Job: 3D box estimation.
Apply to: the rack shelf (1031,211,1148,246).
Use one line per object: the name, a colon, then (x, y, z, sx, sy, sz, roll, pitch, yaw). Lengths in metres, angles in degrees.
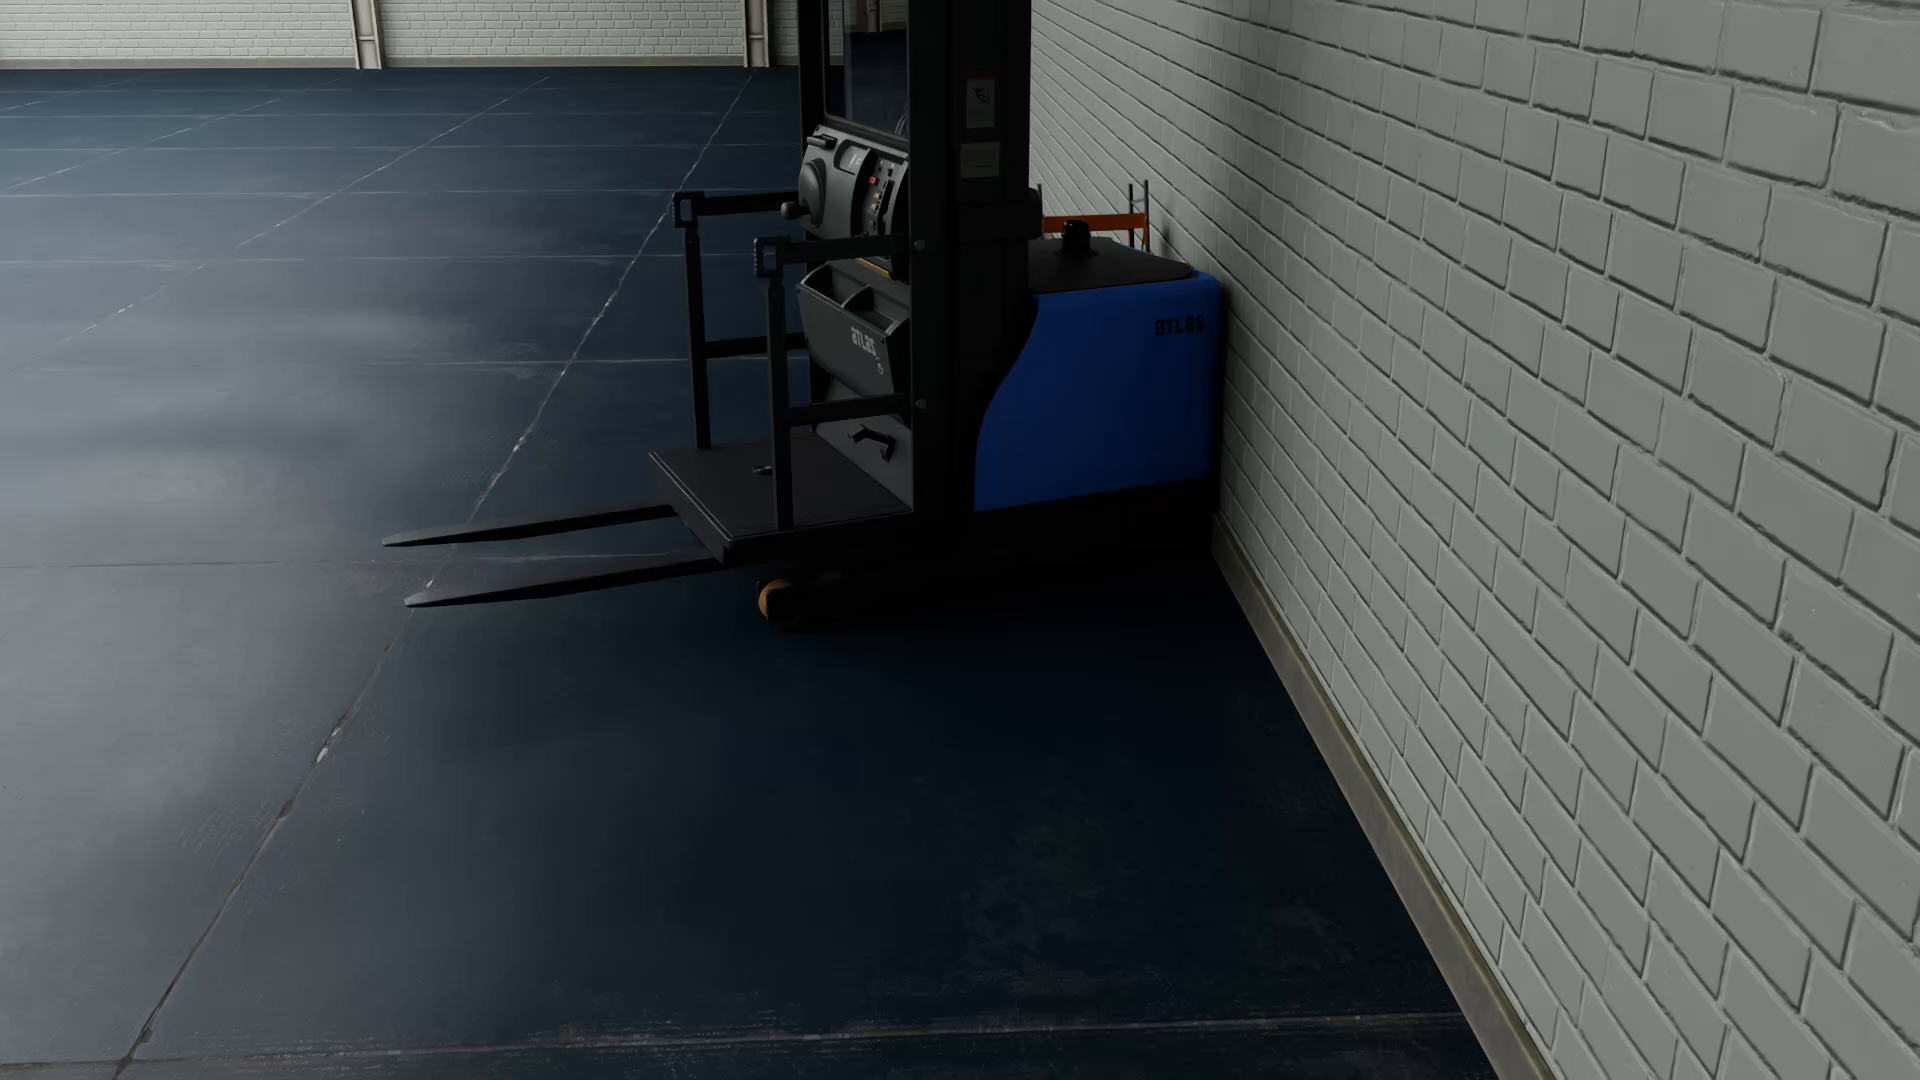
rack shelf: (0.570, -1.385, 7.448, 0.480, 0.148, 0.258, -4, 9, -12)

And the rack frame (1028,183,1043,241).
rack frame: (0.349, -0.979, 7.457, 0.015, 1.200, 0.240, -4, 9, -12)

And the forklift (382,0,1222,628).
forklift: (-0.570, -1.278, 5.857, 3.031, 2.935, 1.130, -9, 23, -23)

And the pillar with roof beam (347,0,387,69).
pillar with roof beam: (-8.953, -10.053, 20.379, 0.400, 9.000, 9.100, -1, 21, -3)

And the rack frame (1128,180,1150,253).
rack frame: (0.826, -1.015, 7.555, 0.015, 1.200, 0.240, -4, 9, -12)

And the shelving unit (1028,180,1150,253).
shelving unit: (0.588, -0.997, 7.506, 0.503, 1.200, 0.258, -4, 9, -12)

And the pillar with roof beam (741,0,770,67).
pillar with roof beam: (-2.963, -10.175, 20.699, 0.400, 9.000, 9.100, -1, 21, -3)
